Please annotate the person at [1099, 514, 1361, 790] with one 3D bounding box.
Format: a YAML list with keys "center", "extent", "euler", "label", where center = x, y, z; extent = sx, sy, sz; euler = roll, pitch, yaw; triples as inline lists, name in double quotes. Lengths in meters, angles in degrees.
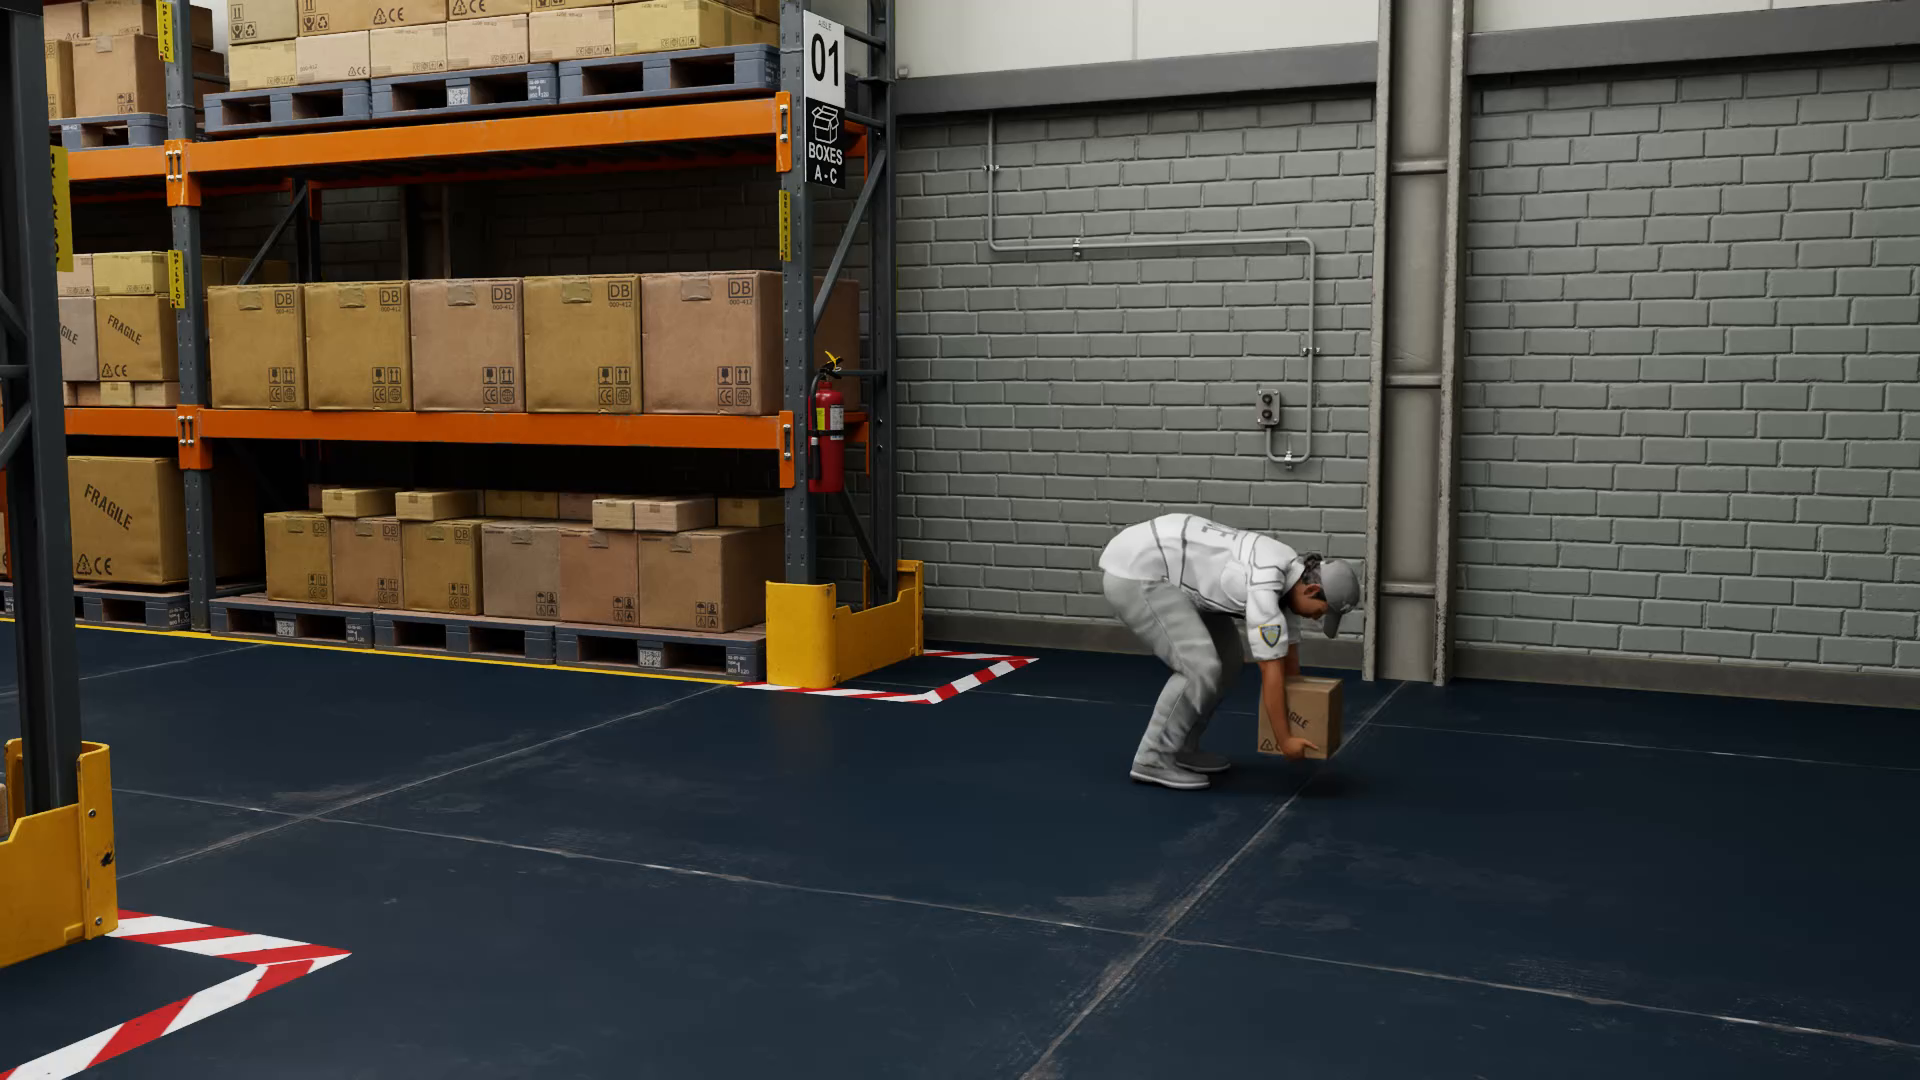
- center: [0.987, 0.404, 6.128]
  extent: [0.945, 0.990, 0.503]
  euler: [2, 6, 21]
  label: "person"
